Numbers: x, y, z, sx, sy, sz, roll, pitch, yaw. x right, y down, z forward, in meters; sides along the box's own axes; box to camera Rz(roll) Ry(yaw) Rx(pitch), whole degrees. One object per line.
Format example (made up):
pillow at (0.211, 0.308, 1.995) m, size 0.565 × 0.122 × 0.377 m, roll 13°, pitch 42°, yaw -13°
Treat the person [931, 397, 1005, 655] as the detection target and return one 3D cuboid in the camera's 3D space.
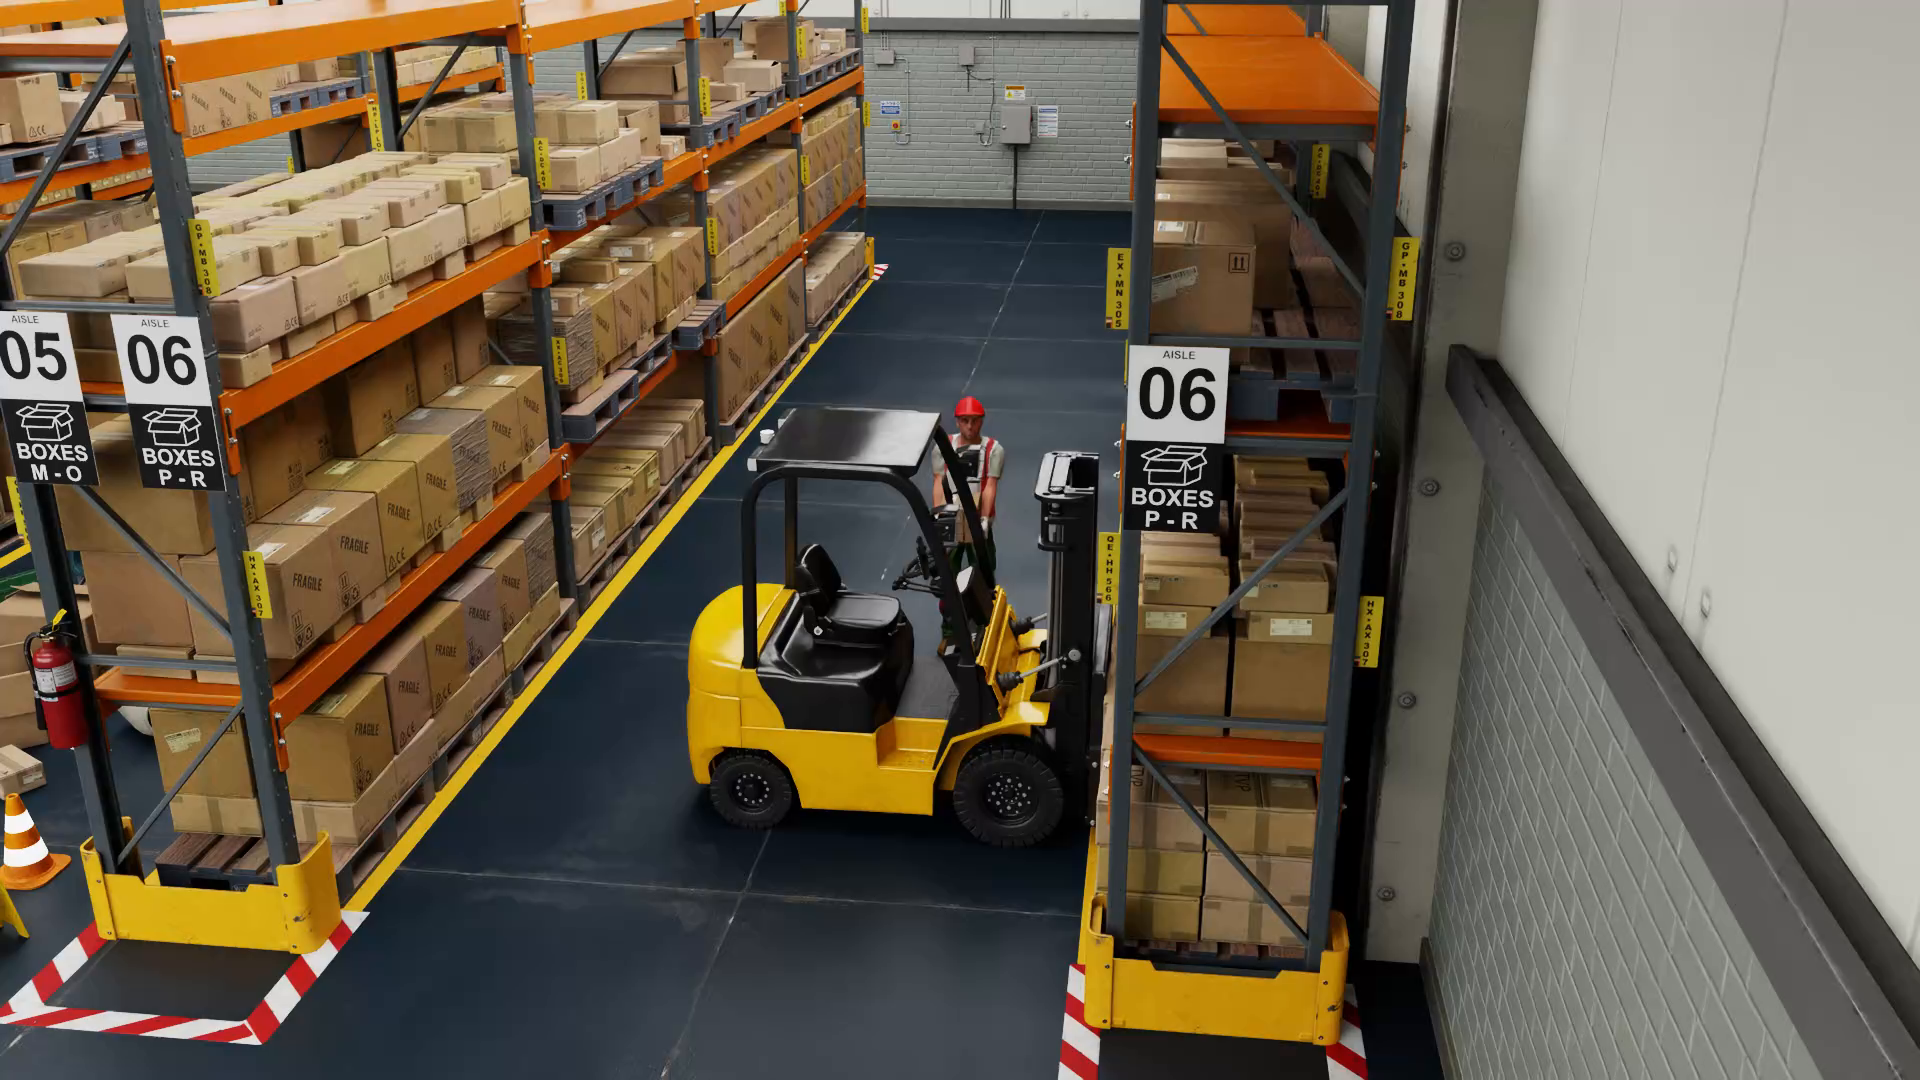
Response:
person at (0.039, -0.065, 11.220) m, size 0.495 × 1.785 × 0.561 m, roll 3°, pitch 21°, yaw 7°
